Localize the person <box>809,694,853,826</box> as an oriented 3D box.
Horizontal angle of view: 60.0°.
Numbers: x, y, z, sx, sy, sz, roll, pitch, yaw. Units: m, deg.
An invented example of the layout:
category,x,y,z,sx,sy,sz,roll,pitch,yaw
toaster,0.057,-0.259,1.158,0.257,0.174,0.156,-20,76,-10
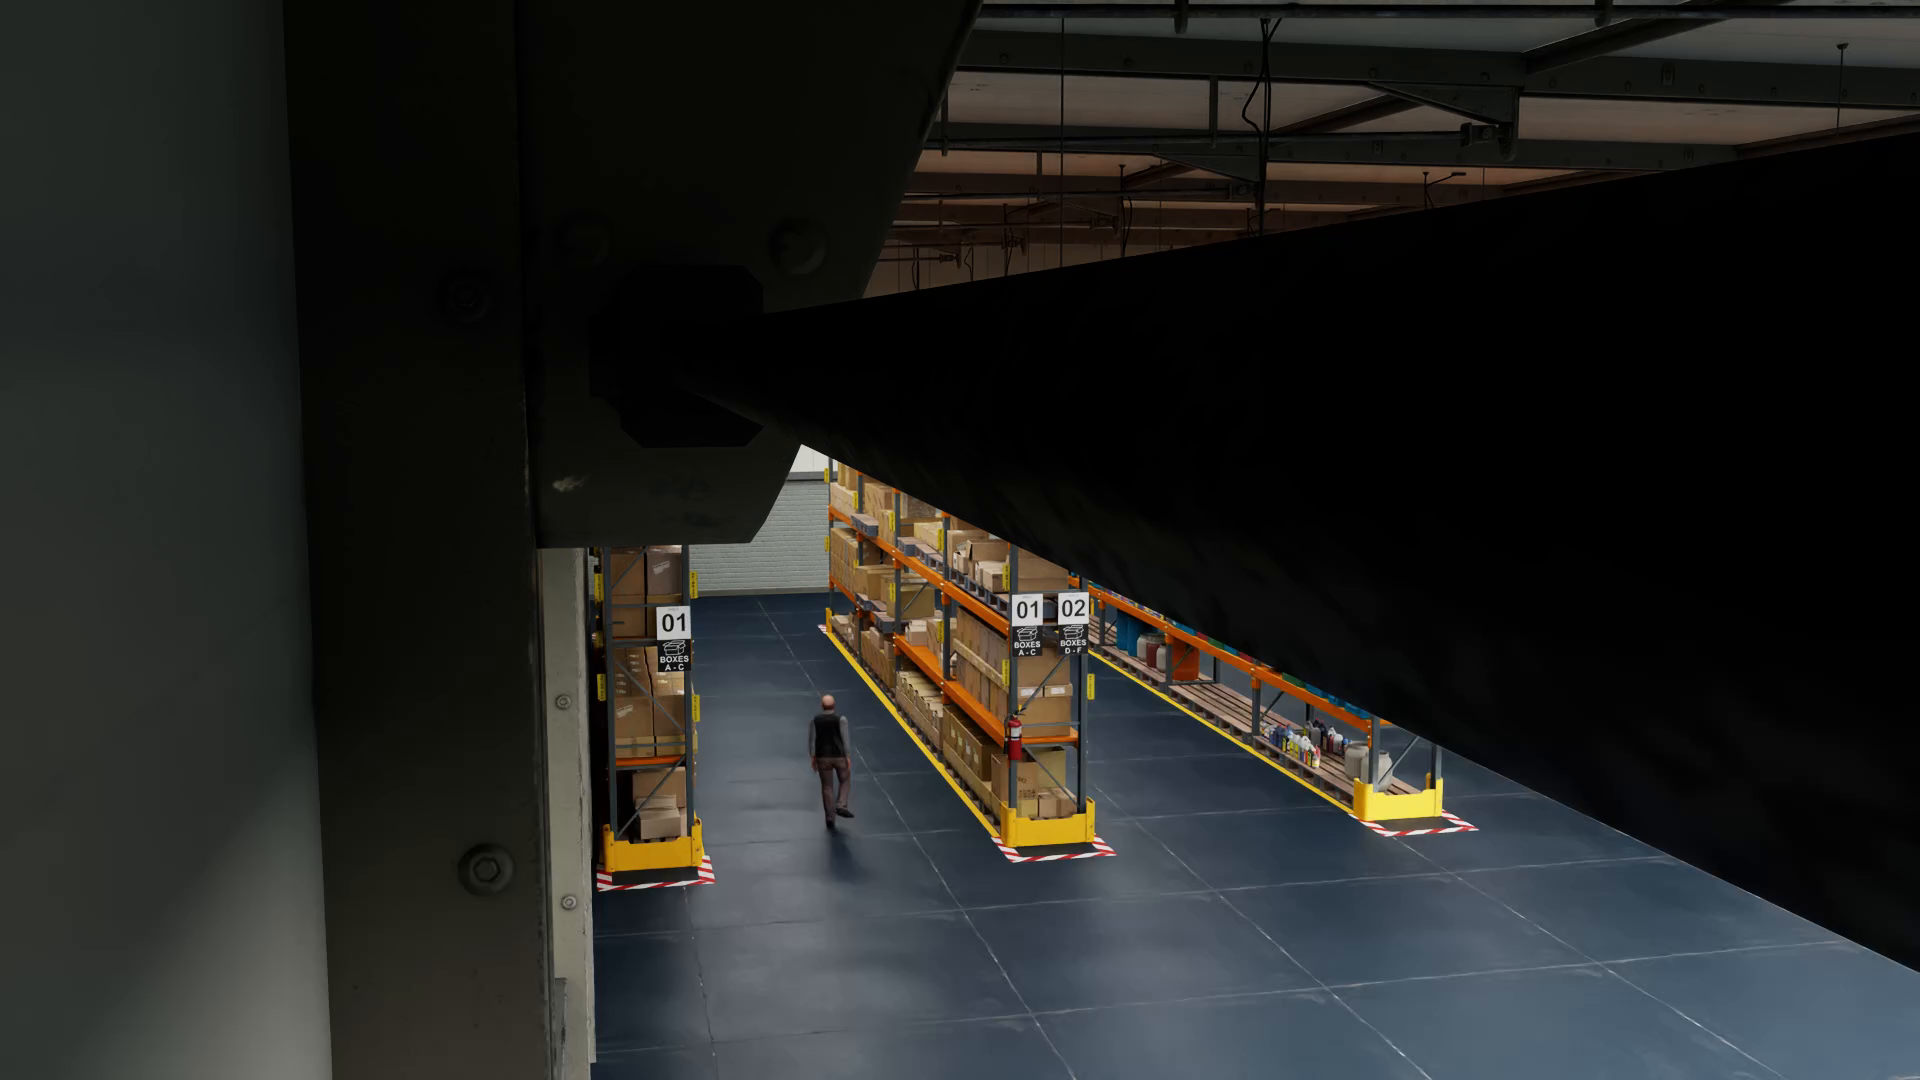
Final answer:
category,x,y,z,sx,sy,sz,roll,pitch,yaw
person,-1.697,2.884,21.858,0.579,1.711,0.478,0,7,-2
